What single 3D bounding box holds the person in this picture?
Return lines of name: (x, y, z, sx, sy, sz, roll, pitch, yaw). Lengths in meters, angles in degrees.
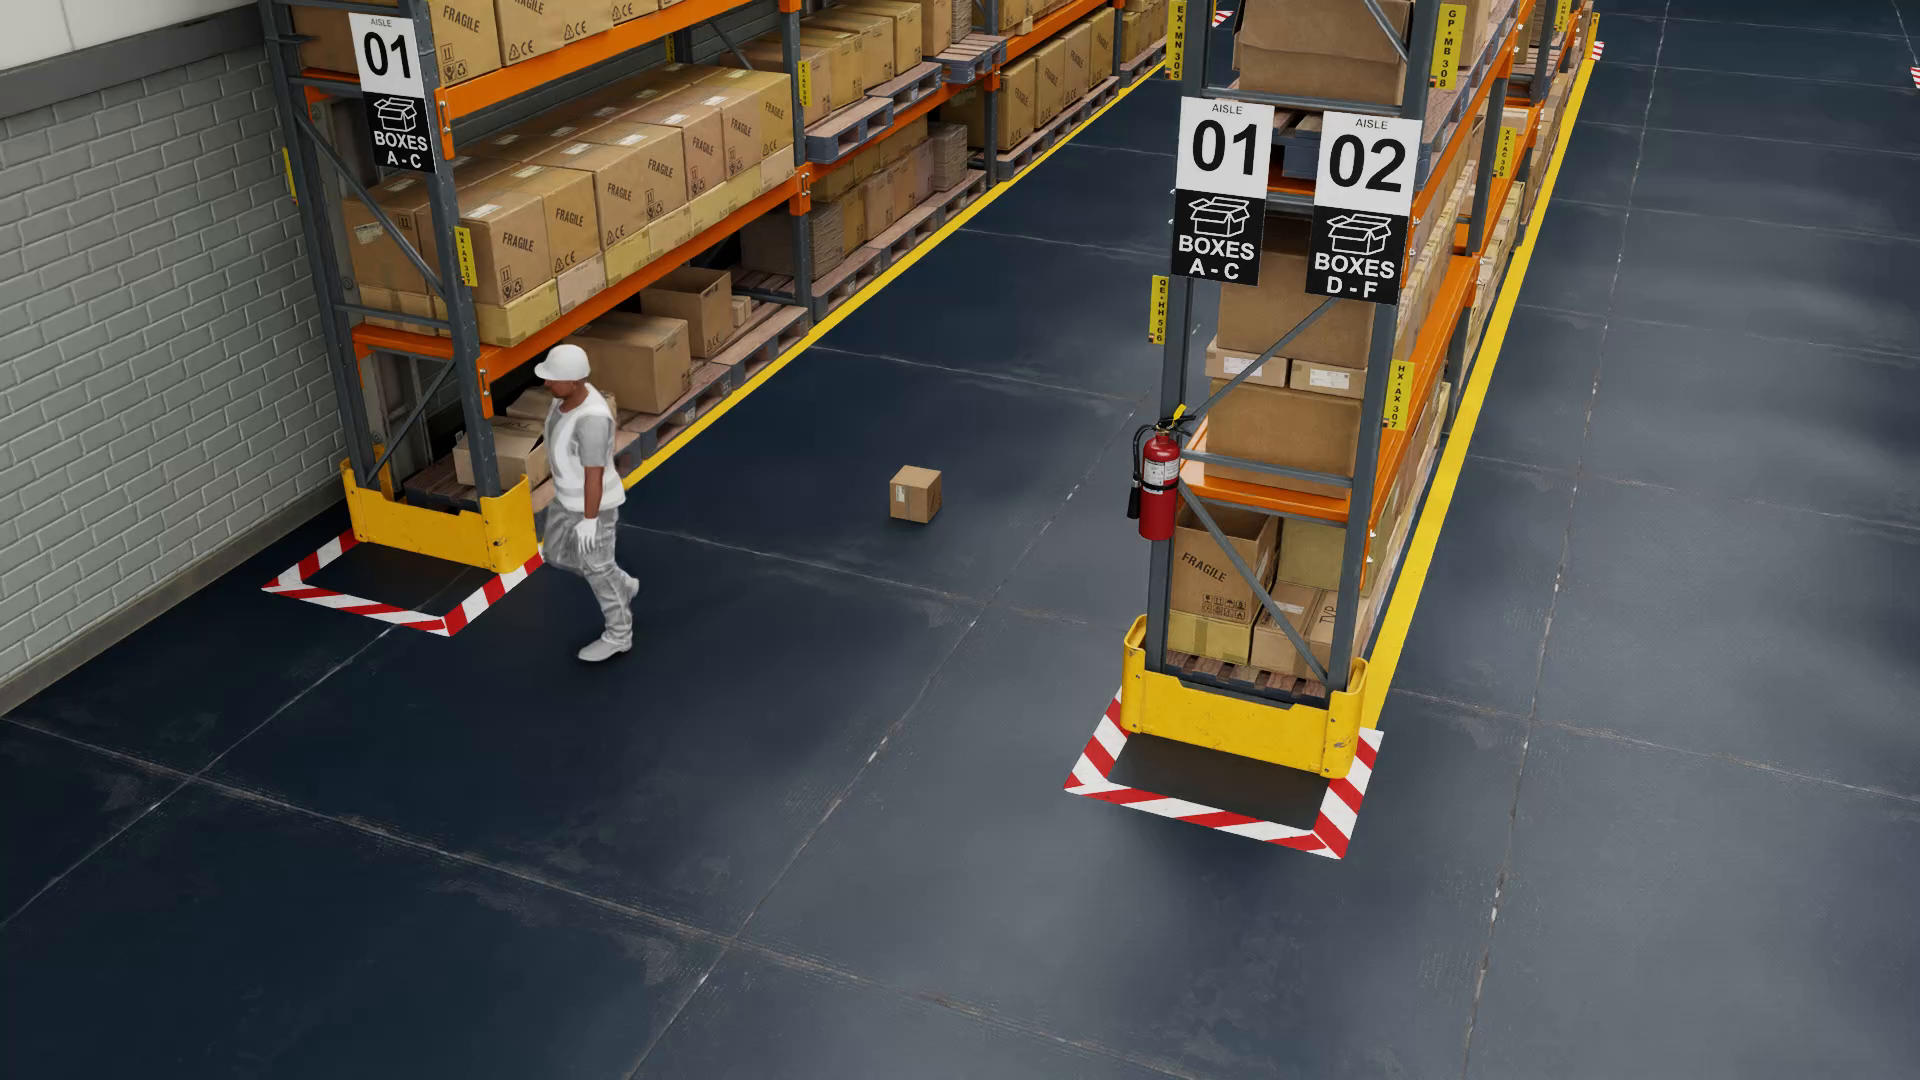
person: (-1.940, -0.215, 8.710, 0.494, 1.777, 0.597, -16, 33, -26)
